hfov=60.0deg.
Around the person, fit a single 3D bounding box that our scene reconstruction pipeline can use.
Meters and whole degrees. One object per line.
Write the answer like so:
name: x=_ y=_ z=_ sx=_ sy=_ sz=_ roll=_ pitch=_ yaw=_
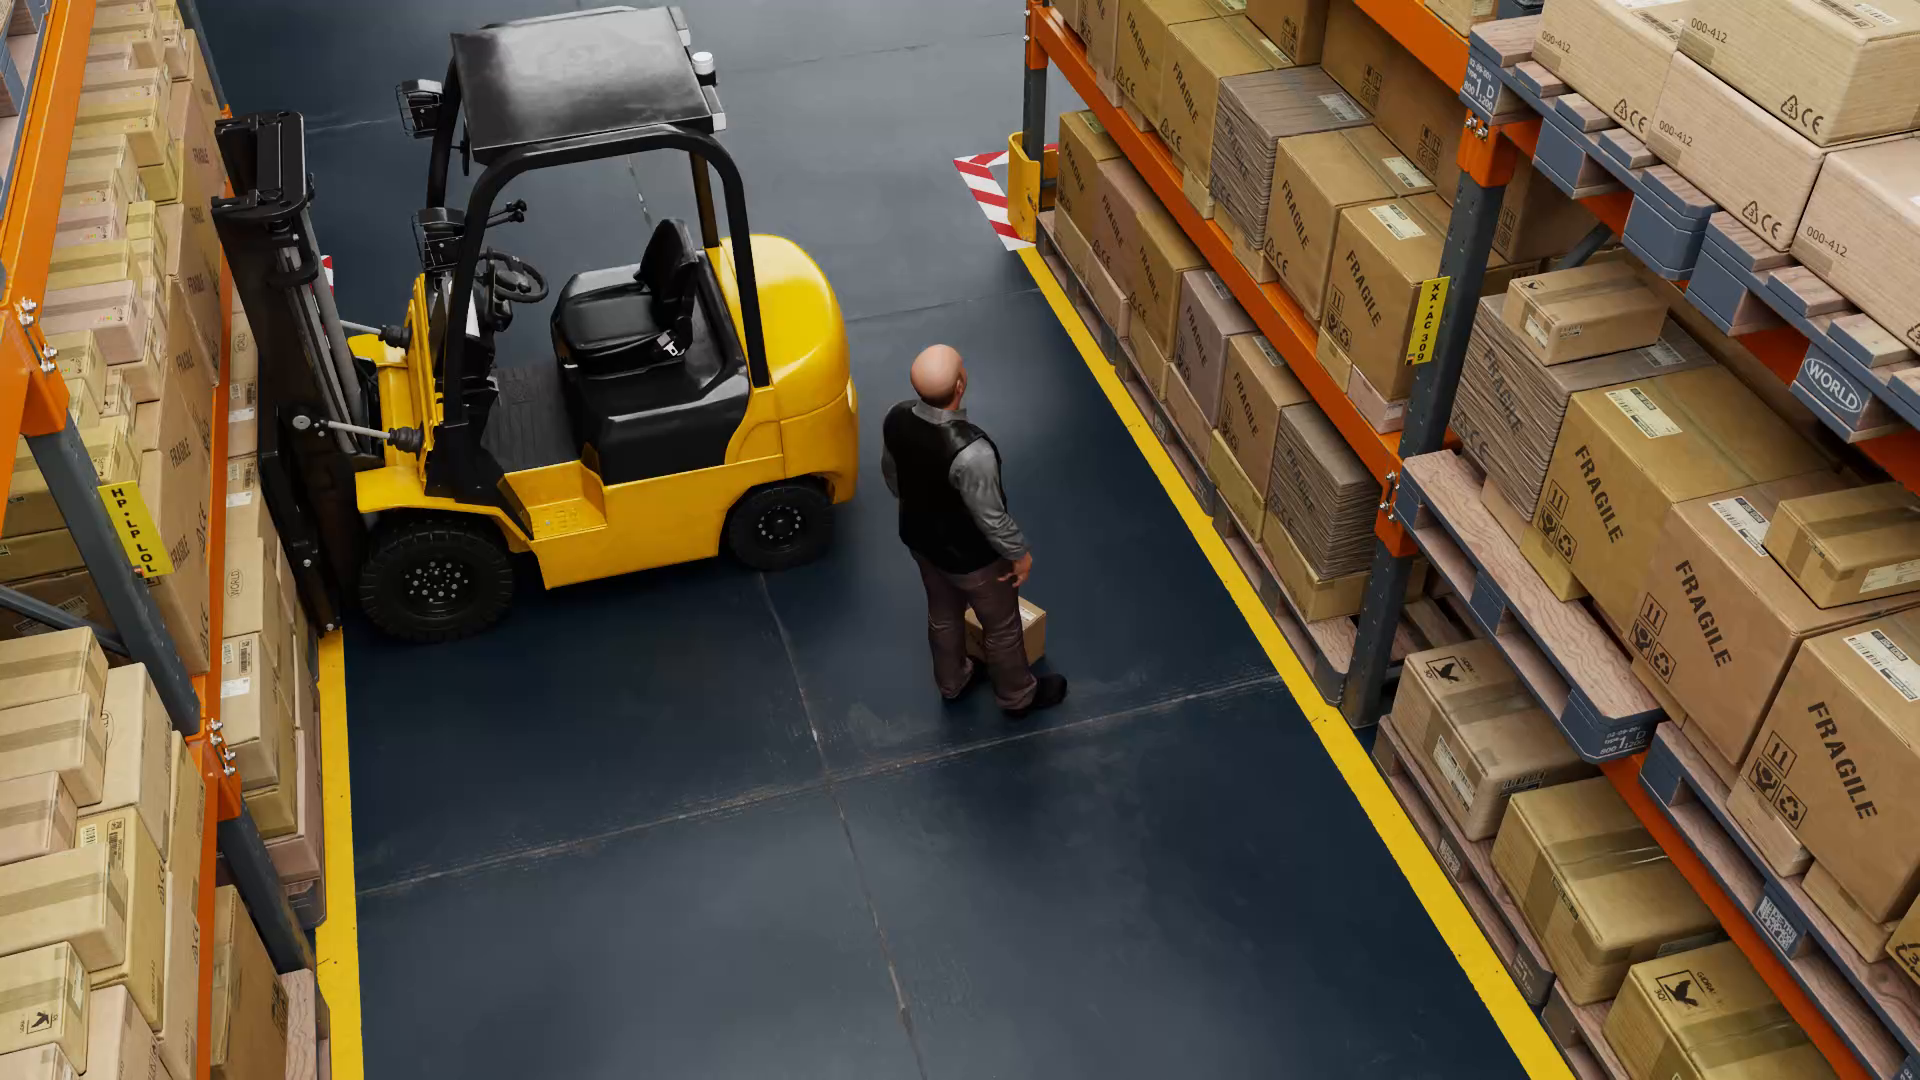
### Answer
person: x=0.042 y=-0.035 z=6.205 sx=0.631 sy=1.720 sz=0.568 roll=32 pitch=51 yaw=31
